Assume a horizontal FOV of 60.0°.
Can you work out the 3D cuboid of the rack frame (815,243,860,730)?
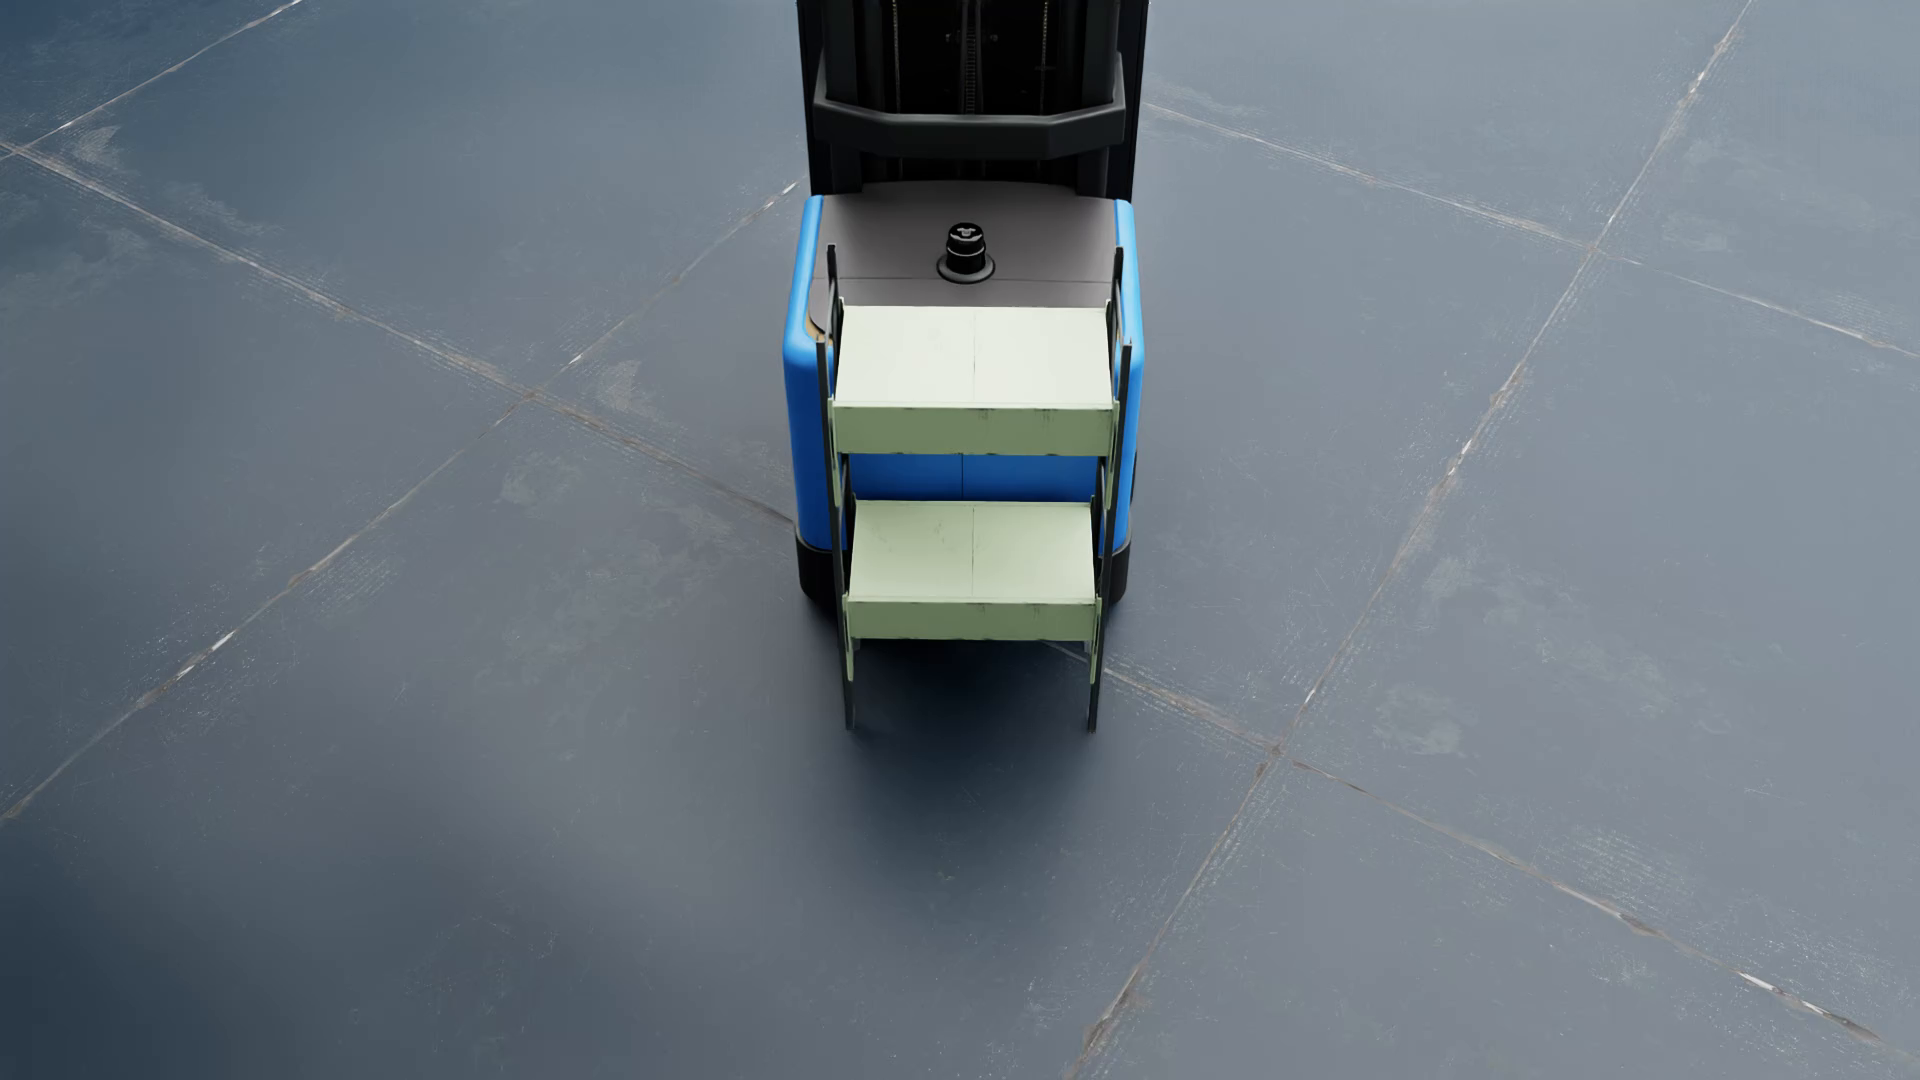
[{"bbox_3d":[-0.330,-0.090,4.635,0.023,1.500,0.400,1,46,1],"label":"rack frame"}]

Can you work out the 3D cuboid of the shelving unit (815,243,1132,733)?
[{"bbox_3d":[0.036,-0.086,4.631,0.755,1.500,0.431,1,46,1],"label":"shelving unit"}]

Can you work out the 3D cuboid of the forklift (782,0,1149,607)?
[{"bbox_3d":[0.045,-1.844,5.341,1.130,2.935,3.031,1,46,1],"label":"forklift"}]

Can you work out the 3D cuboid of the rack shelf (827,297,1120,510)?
[{"bbox_3d":[0.036,-0.358,4.352,0.720,0.370,0.431,1,46,1],"label":"rack shelf"}]

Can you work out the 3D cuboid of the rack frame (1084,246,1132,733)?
[{"bbox_3d":[0.402,-0.082,4.628,0.023,1.500,0.400,1,46,1],"label":"rack frame"}]

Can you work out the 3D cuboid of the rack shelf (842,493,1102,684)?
[{"bbox_3d":[0.036,0.141,4.865,0.720,0.370,0.431,1,46,1],"label":"rack shelf"}]
